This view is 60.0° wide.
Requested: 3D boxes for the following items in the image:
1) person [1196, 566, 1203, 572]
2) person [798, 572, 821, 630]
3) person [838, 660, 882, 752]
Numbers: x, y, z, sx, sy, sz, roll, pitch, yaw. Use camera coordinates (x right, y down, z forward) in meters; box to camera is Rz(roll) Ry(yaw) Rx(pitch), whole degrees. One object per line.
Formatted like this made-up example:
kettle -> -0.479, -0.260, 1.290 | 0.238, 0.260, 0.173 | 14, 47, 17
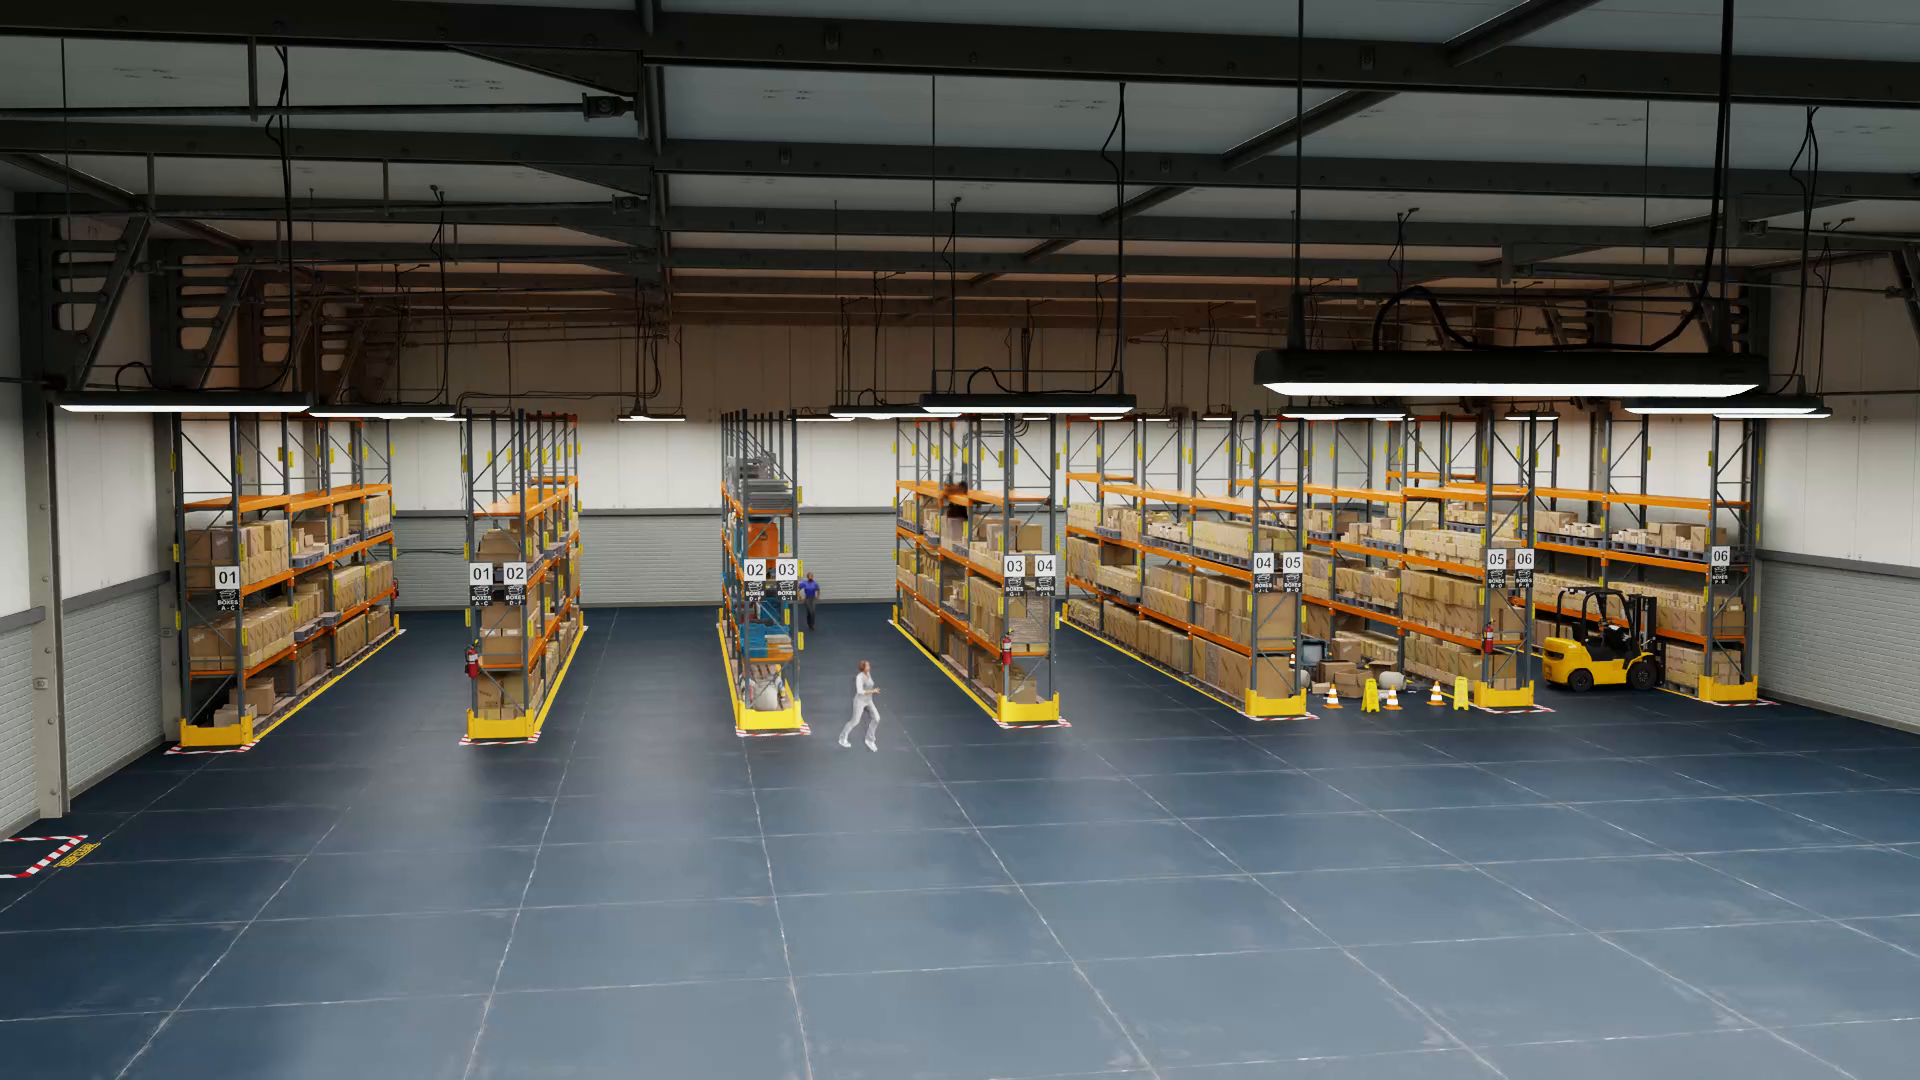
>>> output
person -> 7.439, 1.374, 50.637 | 0.872, 1.698, 0.651 | 0, 4, 0
person -> -4.154, 1.704, 46.099 | 0.614, 1.616, 0.597 | -2, 4, -22
person -> -1.716, 2.894, 29.126 | 0.834, 1.623, 0.547 | 2, 5, 29
